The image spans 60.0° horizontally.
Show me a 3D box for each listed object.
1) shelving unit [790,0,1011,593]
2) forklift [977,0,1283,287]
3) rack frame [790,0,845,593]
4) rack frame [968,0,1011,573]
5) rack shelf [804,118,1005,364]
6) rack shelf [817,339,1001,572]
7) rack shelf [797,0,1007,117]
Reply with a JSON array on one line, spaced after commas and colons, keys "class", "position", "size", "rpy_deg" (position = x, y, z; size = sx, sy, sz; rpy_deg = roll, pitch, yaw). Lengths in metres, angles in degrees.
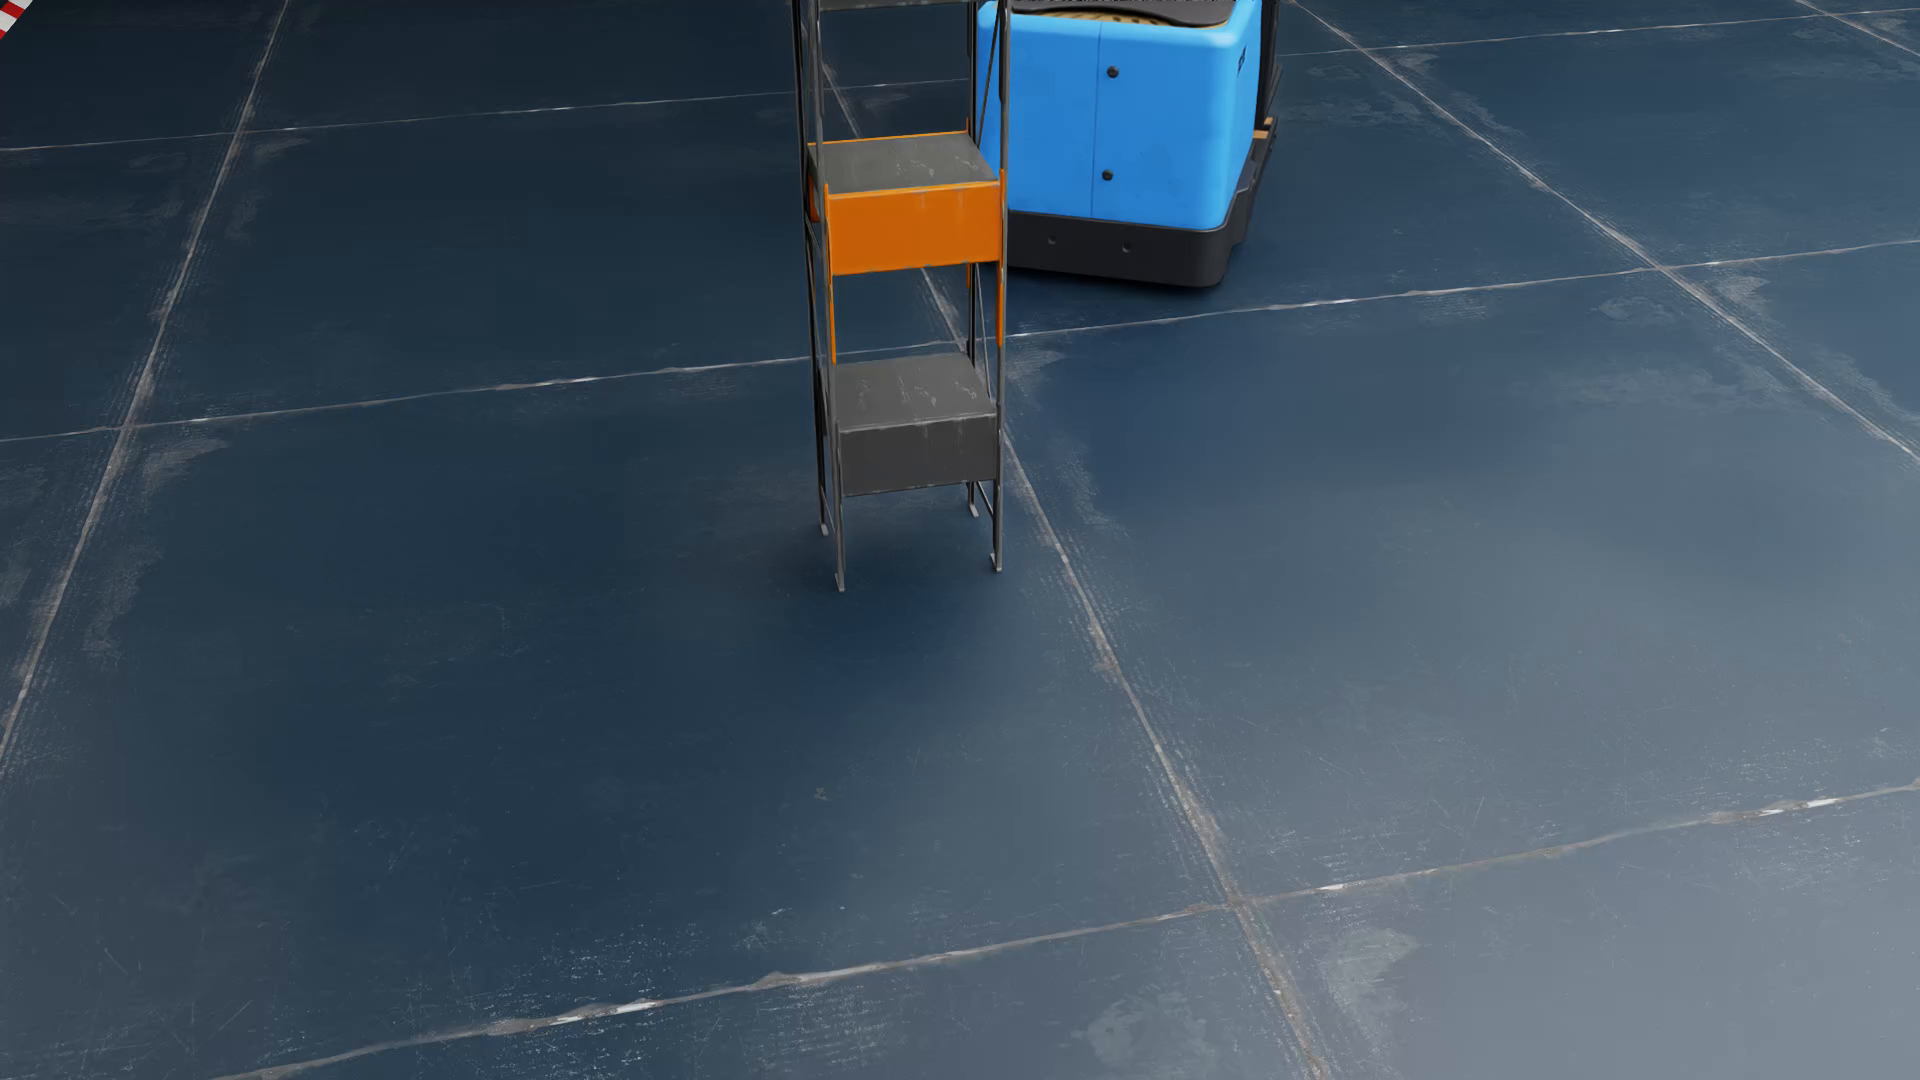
[{"class": "shelving unit", "position": [-0.161, -0.852, 4.635], "size": [0.503, 2.100, 0.431], "rpy_deg": [-7, 35, -11]}, {"class": "forklift", "position": [0.913, -3.040, 7.150], "size": [1.130, 2.935, 3.031], "rpy_deg": [9, 35, 13]}, {"class": "rack frame", "position": [-0.399, -0.822, 4.590], "size": [0.015, 2.100, 0.400], "rpy_deg": [-7, 35, -11]}, {"class": "rack frame", "position": [0.077, -0.882, 4.679], "size": [0.015, 2.100, 0.400], "rpy_deg": [-7, 35, -11]}, {"class": "rack shelf", "position": [-0.161, -0.840, 4.642], "size": [0.480, 0.518, 0.431], "rpy_deg": [-7, 35, -11]}, {"class": "rack shelf", "position": [-0.161, -0.259, 5.032], "size": [0.480, 0.518, 0.431], "rpy_deg": [-7, 35, -11]}, {"class": "rack shelf", "position": [-0.161, -1.421, 4.252], "size": [0.480, 0.518, 0.431], "rpy_deg": [-7, 35, -11]}]
